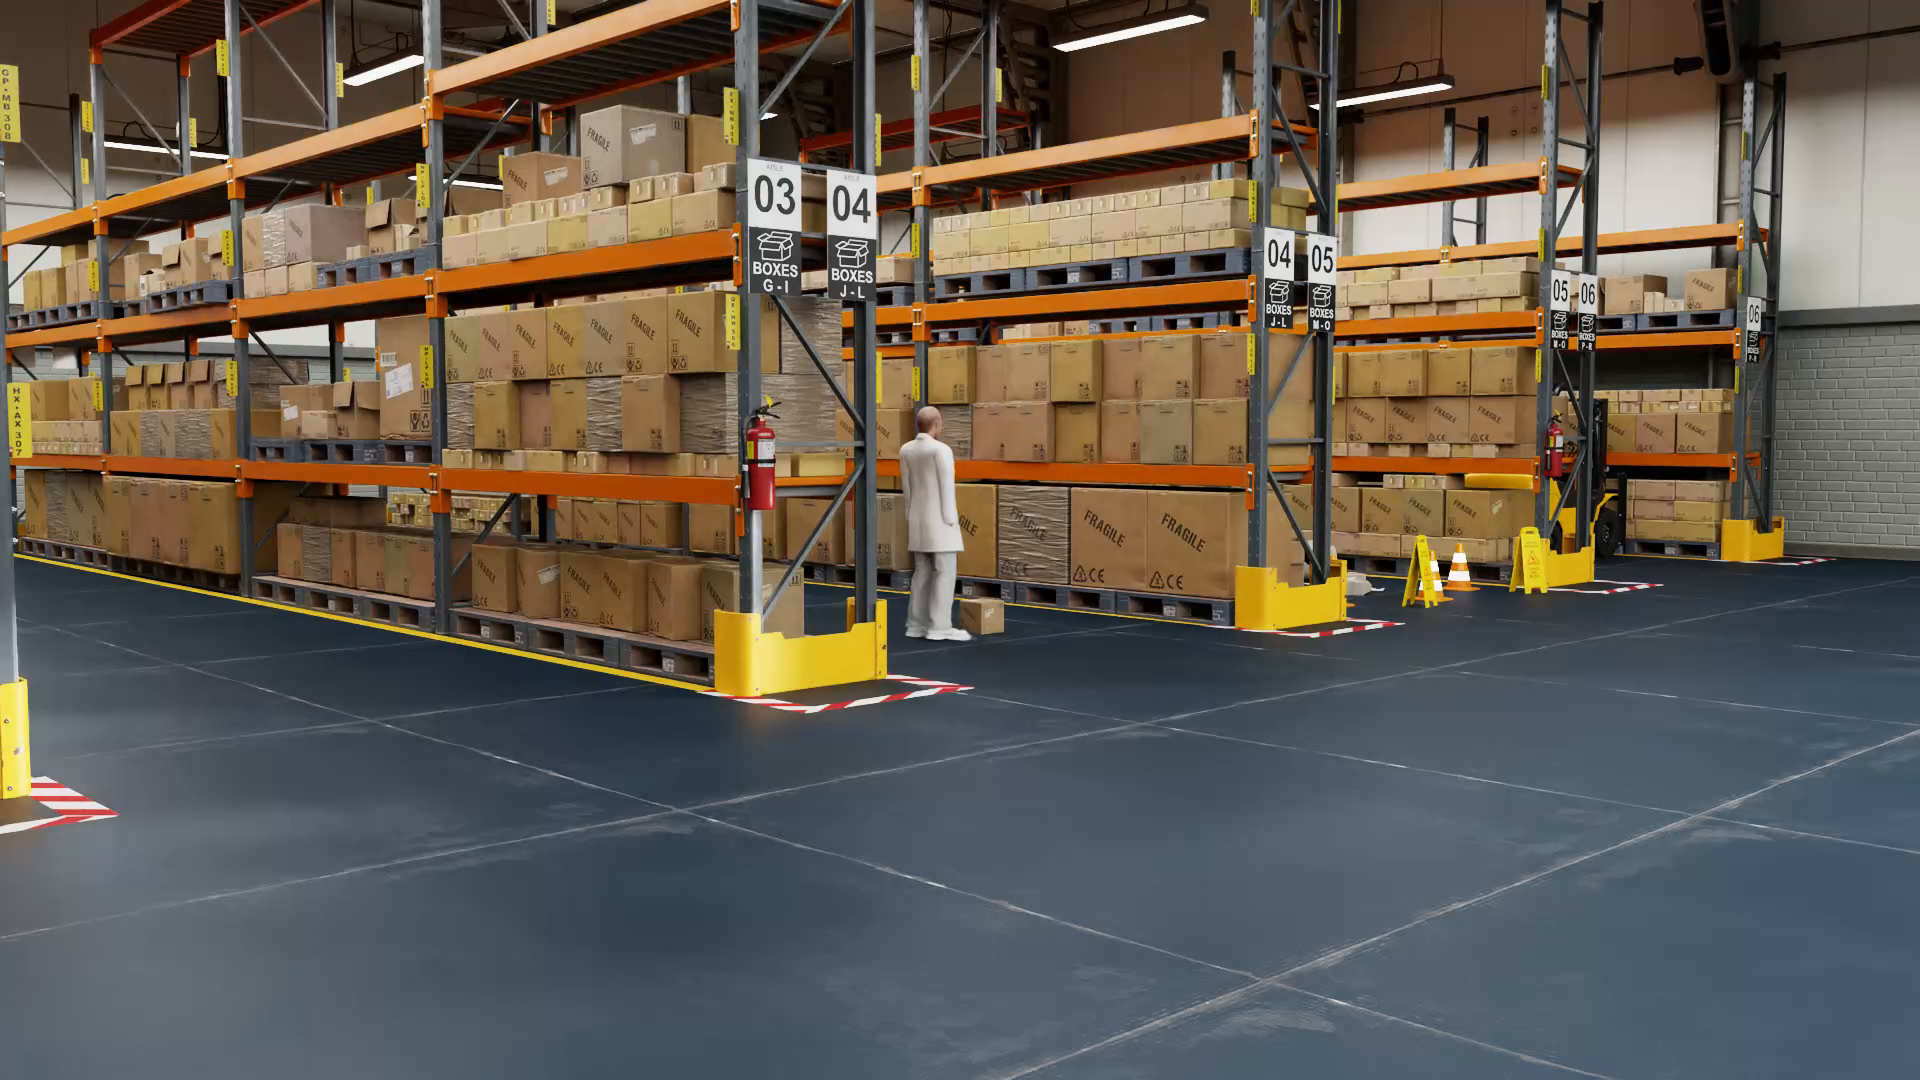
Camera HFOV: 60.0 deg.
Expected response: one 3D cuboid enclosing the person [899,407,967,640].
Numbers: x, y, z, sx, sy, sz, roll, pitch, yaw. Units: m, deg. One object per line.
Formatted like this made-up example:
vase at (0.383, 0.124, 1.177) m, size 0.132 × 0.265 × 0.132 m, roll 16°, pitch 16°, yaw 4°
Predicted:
person at (-0.213, -0.131, 12.759) m, size 0.380 × 1.778 × 0.564 m, roll -3°, pitch 5°, yaw -42°
